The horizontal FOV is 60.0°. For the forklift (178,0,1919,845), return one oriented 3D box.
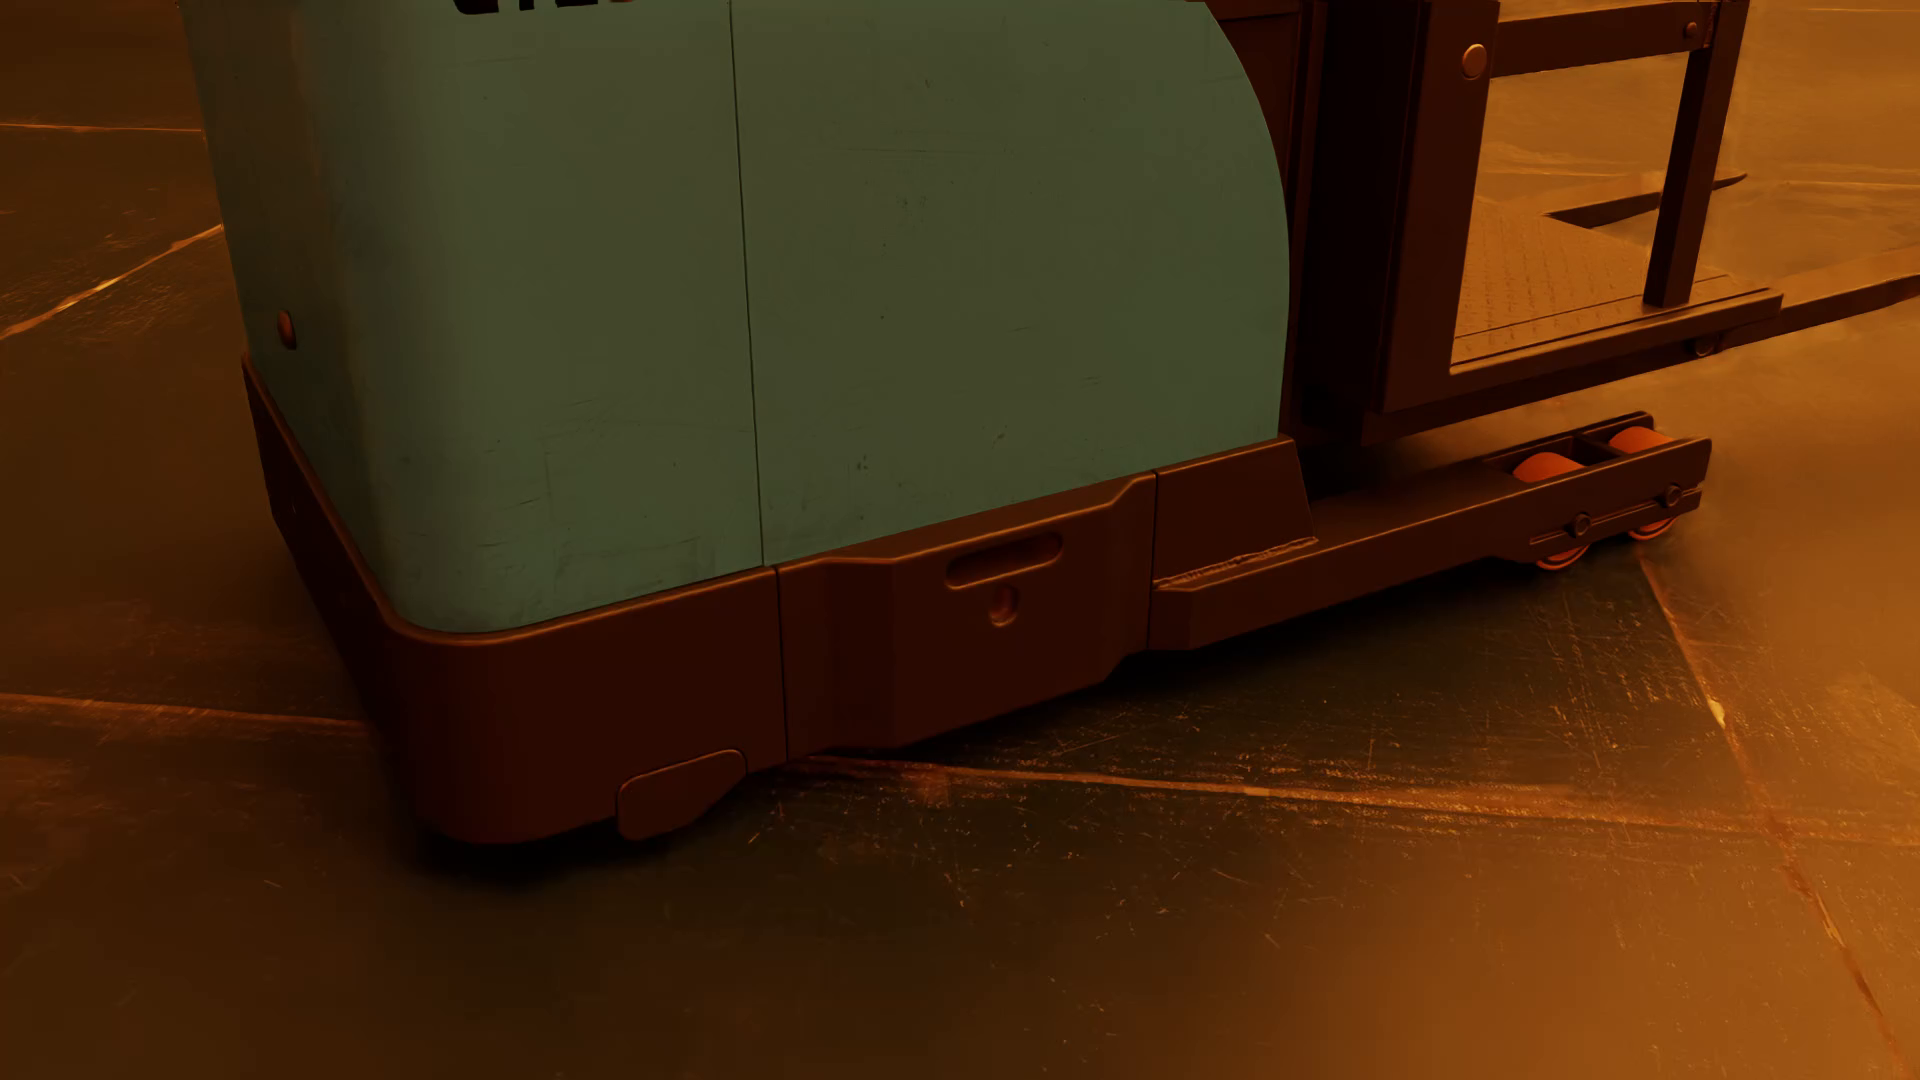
[{"bbox_3d":[0.528,-1.457,2.138,3.031,2.935,1.130,-15,30,-27],"label":"forklift"}]
